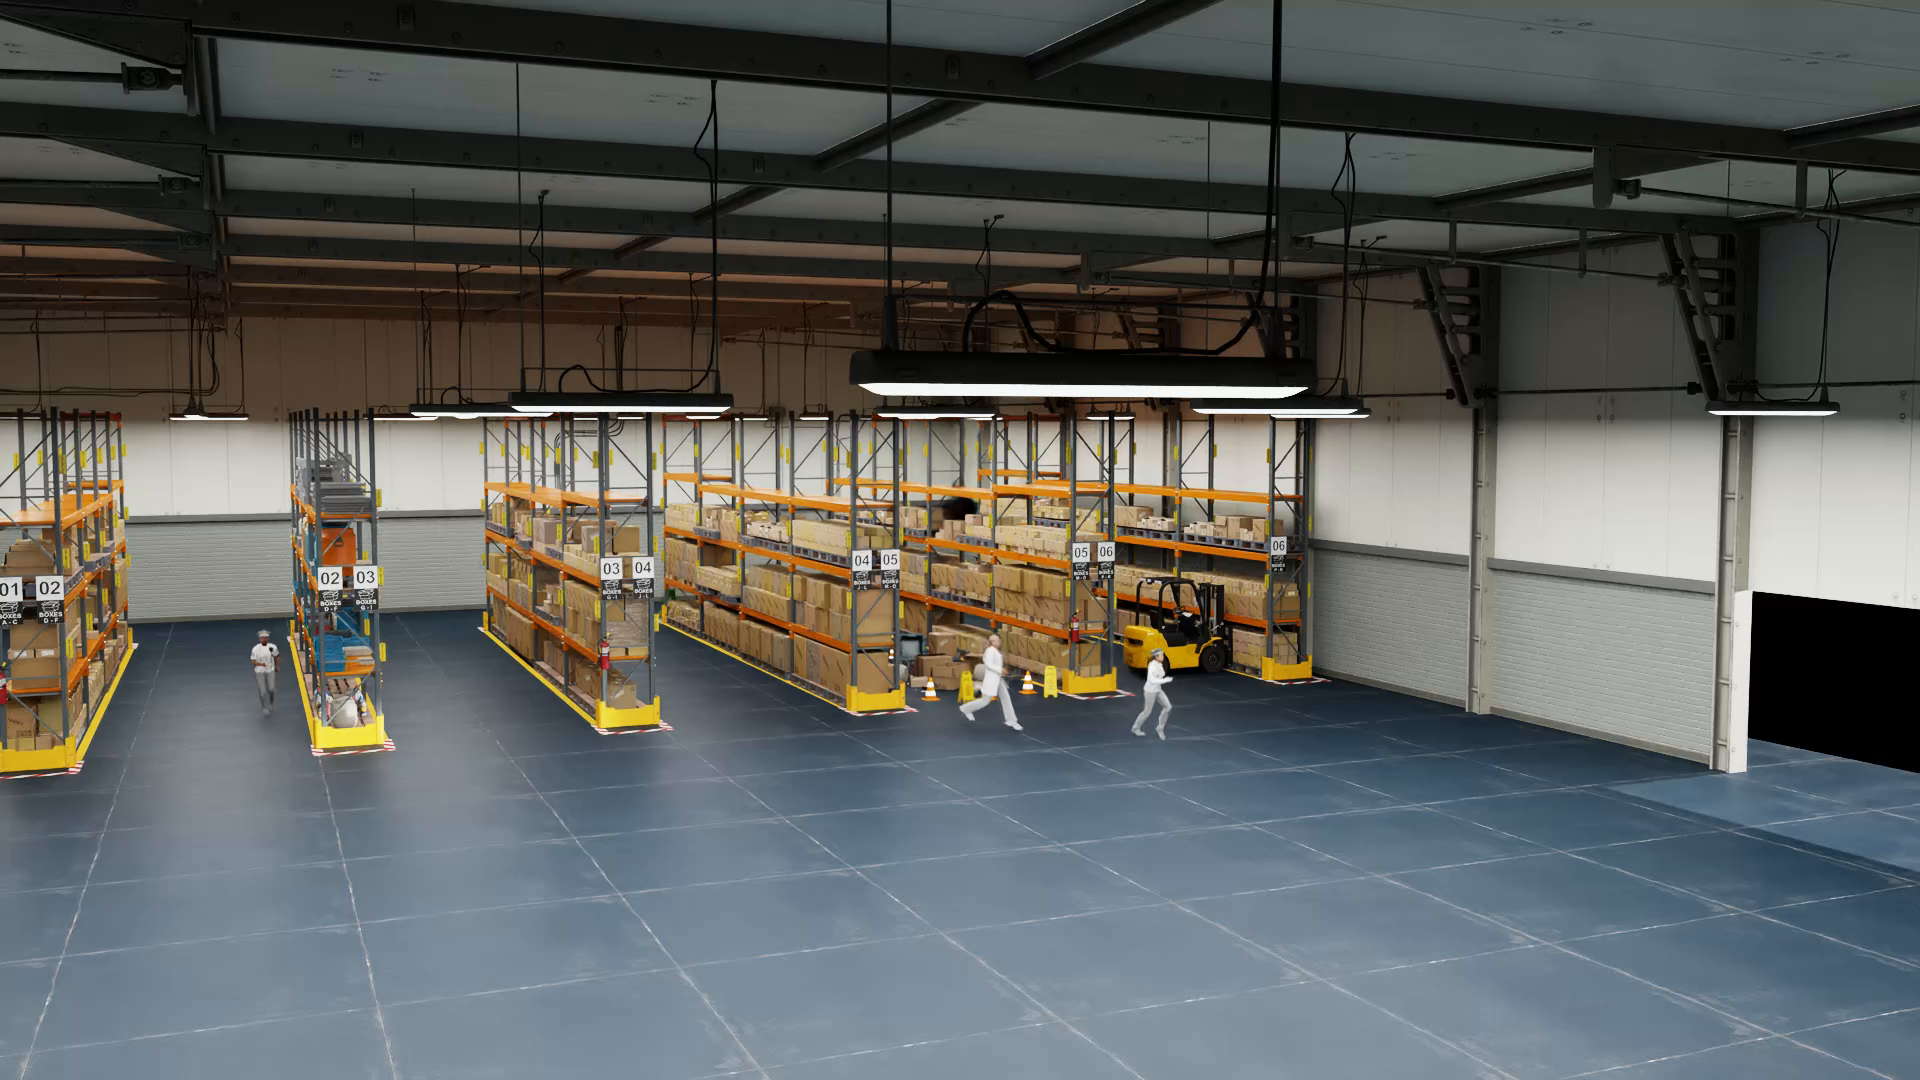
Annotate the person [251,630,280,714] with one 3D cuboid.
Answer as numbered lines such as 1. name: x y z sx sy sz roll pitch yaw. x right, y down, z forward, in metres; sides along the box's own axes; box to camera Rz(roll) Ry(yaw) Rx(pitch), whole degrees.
1. person: -13.611 2.596 32.632 0.546 1.661 0.608 -2 4 -25

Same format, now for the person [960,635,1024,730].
1. person: 0.586 2.667 31.123 1.223 1.792 0.673 2 4 21

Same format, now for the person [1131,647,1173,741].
1. person: 3.487 2.775 30.117 0.807 1.704 0.639 2 5 28

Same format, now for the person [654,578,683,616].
1. person: -8.552 1.400 49.286 1.019 1.720 0.723 -1 4 -17
